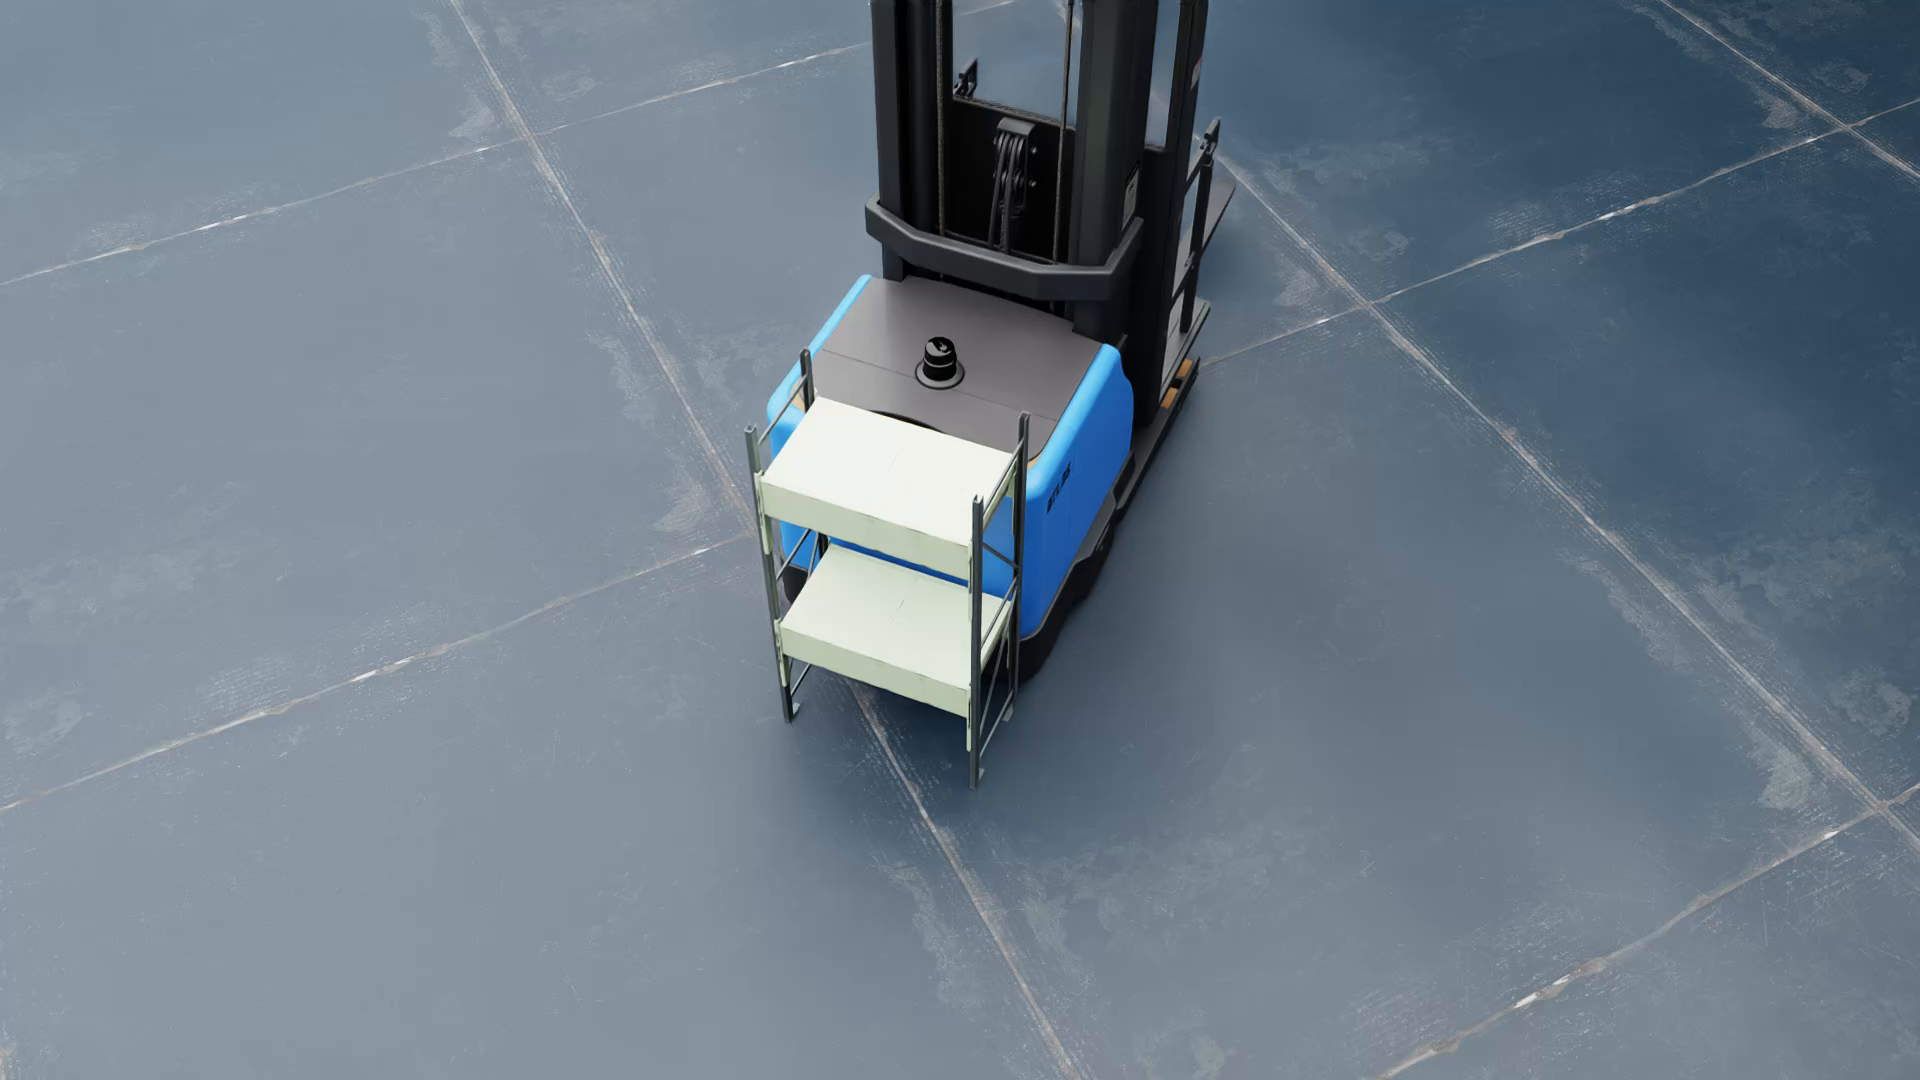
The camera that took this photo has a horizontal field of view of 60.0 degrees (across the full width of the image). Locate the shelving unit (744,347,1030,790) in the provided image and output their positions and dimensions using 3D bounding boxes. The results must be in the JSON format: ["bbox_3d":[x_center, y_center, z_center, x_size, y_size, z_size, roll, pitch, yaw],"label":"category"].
[{"bbox_3d":[-0.216,0.141,5.523,0.755,1.500,0.431,18,51,15],"label":"shelving unit"}]

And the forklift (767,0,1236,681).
[{"bbox_3d":[0.381,-1.576,6.074,1.130,2.935,3.031,18,51,15],"label":"forklift"}]

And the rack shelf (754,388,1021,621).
[{"bbox_3d":[-0.216,-0.116,5.229,0.720,0.370,0.431,18,51,15],"label":"rack shelf"}]

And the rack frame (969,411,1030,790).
[{"bbox_3d":[0.122,0.248,5.430,0.023,1.500,0.400,18,51,15],"label":"rack frame"}]

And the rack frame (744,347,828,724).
[{"bbox_3d":[-0.553,0.034,5.617,0.023,1.500,0.400,18,51,15],"label":"rack frame"}]

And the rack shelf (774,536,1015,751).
[{"bbox_3d":[-0.216,0.355,5.768,0.720,0.370,0.431,18,51,15],"label":"rack shelf"}]
